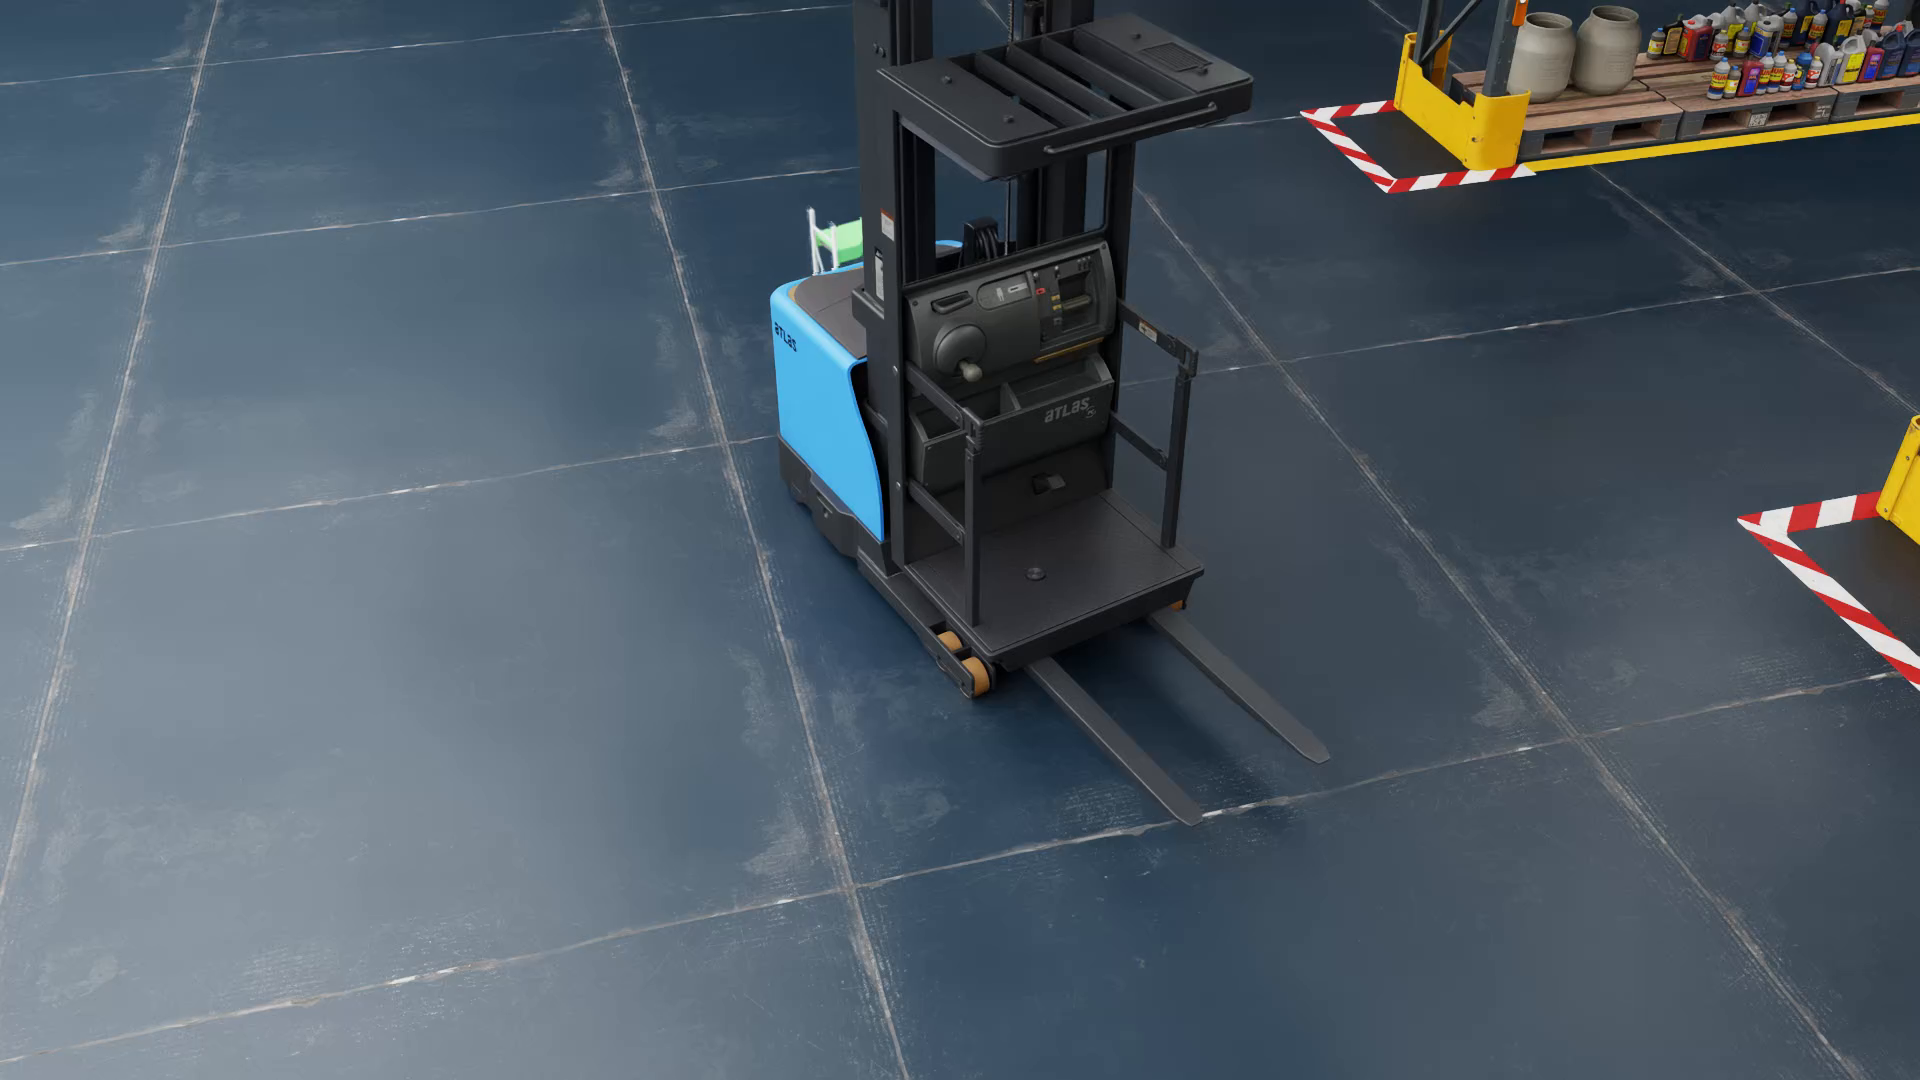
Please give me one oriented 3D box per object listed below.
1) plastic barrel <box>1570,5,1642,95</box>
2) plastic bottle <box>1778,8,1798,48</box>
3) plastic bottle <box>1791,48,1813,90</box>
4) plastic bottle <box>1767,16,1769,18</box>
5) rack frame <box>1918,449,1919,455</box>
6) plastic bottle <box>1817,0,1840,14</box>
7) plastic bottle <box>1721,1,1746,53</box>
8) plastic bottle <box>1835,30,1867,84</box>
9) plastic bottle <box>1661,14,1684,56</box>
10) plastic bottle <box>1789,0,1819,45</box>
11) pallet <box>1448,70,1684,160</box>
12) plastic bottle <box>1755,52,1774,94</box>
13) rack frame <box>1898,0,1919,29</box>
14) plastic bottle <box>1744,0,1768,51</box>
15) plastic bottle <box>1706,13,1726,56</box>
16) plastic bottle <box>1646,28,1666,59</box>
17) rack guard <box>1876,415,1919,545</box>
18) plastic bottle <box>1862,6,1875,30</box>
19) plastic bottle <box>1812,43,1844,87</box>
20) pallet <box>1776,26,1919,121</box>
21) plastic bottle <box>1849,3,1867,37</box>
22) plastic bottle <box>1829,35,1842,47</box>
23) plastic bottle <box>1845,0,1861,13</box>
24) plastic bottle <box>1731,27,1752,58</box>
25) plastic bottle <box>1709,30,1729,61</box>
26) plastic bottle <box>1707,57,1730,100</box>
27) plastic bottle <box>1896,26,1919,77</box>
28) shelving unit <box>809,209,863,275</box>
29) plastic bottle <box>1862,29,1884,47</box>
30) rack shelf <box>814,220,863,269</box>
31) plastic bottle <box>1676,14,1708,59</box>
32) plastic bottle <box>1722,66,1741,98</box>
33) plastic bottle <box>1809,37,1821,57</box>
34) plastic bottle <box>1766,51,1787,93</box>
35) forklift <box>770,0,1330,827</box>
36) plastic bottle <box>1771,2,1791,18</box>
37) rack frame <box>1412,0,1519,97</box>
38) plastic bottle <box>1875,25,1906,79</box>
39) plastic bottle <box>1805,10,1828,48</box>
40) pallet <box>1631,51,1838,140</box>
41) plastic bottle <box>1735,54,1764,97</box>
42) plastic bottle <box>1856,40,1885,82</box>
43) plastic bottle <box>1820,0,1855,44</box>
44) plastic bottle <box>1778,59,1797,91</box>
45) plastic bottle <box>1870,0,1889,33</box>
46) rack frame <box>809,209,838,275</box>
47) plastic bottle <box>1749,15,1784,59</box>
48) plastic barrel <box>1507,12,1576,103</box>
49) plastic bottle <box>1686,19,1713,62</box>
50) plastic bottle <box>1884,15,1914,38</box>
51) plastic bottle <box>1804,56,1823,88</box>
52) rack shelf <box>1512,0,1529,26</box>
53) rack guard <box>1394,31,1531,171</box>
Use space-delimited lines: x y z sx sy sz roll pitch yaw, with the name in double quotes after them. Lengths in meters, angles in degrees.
4.410 -3.342 11.352 0.421 0.512 0.421 0 37 0 "plastic barrel"
5.970 -3.700 12.001 0.097 0.271 0.097 0 37 0 "plastic bottle"
5.765 -3.232 11.390 0.097 0.271 0.097 0 37 0 "plastic bottle"
5.823 -3.686 12.041 0.097 0.201 0.097 0 37 0 "plastic bottle"
4.602 -1.029 6.627 0.127 3.000 1.000 -9 38 -12 "rack frame"
6.285 -3.806 12.075 0.185 0.351 0.144 -8 38 -11 "plastic bottle"
5.513 -3.680 11.910 0.185 0.351 0.144 -8 38 -10 "plastic bottle"
6.129 -3.338 11.463 0.185 0.351 0.144 -10 38 -12 "plastic bottle"
5.077 -3.608 11.871 0.133 0.283 0.061 -8 38 -11 "plastic bottle"
6.103 -3.777 12.036 0.185 0.351 0.144 -11 39 -14 "plastic bottle"
4.157 -2.992 11.488 1.213 0.211 1.003 -9 38 -12 "pallet"
5.473 -3.184 11.328 0.097 0.271 0.097 0 37 0 "plastic bottle"
7.172 -4.568 11.253 0.127 3.000 1.000 -9 38 -12 "rack frame"
5.692 -3.709 11.948 0.185 0.351 0.144 -10 38 -12 "plastic bottle"
5.354 -3.621 11.895 0.135 0.276 0.152 -10 39 -13 "plastic bottle"
4.969 -3.546 11.858 0.097 0.201 0.097 0 37 0 "plastic bottle"
4.675 -0.049 7.402 0.348 0.500 1.175 -9 38 -12 "rack guard"
6.652 -3.822 12.219 0.097 0.201 0.097 0 37 0 "plastic bottle"
5.971 -3.285 11.455 0.135 0.276 0.152 -9 38 -11 "plastic bottle"
6.513 -3.379 11.993 1.213 0.211 1.003 -9 38 -12 "pallet"
6.474 -3.741 12.045 0.133 0.283 0.061 -9 38 -12 "plastic bottle"
6.077 -3.368 11.557 0.133 0.283 0.061 -9 38 -12 "plastic bottle"
6.445 -3.801 12.129 0.135 0.276 0.152 -8 38 -10 "plastic bottle"
5.586 -3.557 11.871 0.097 0.201 0.097 0 37 0 "plastic bottle"
5.404 -3.522 11.826 0.097 0.201 0.097 0 37 0 "plastic bottle"
5.142 -3.130 11.257 0.097 0.271 0.097 0 37 0 "plastic bottle"
6.626 -3.420 11.570 0.185 0.351 0.144 -10 39 -13 "plastic bottle"
-0.417 -1.082 8.167 0.503 1.200 0.258 -20 39 -25 "shelving unit"
6.377 -3.443 11.661 0.135 0.276 0.152 -9 38 -12 "plastic bottle"
-0.427 -1.422 7.927 0.480 0.148 0.258 -20 39 -25 "rack shelf"
5.220 -3.599 11.866 0.135 0.276 0.152 -9 38 -12 "plastic bottle"
5.242 -3.119 11.299 0.097 0.201 0.097 0 37 0 "plastic bottle"
5.942 -3.350 11.535 0.133 0.283 0.061 -9 38 -12 "plastic bottle"
5.570 -3.200 11.348 0.097 0.271 0.097 0 37 0 "plastic bottle"
0.330 -0.838 6.433 1.130 2.935 3.031 -20 42 -25 "forklift"
5.932 -3.748 12.054 0.133 0.283 0.061 -8 38 -10 "plastic bottle"
3.311 -3.935 10.425 0.127 3.000 1.000 -9 38 -12 "rack frame"
6.440 -3.389 11.530 0.185 0.351 0.144 -11 39 -14 "plastic bottle"
6.176 -3.681 11.977 0.097 0.271 0.097 0 37 0 "plastic bottle"
5.333 -3.183 11.738 1.213 0.211 1.003 -9 38 -12 "pallet"
5.365 -3.160 11.286 0.133 0.283 0.061 -9 38 -11 "plastic bottle"
6.294 -3.312 11.485 0.133 0.283 0.061 -7 38 -9 "plastic bottle"
6.322 -3.722 11.965 0.185 0.351 0.144 -9 38 -12 "plastic bottle"
5.665 -3.188 11.390 0.097 0.201 0.097 0 37 0 "plastic bottle"
6.750 -3.866 12.219 0.097 0.271 0.097 0 37 0 "plastic bottle"
-0.625 -1.004 8.065 0.015 1.200 0.240 -20 39 -25 "rack frame"
5.755 -3.597 11.862 0.135 0.276 0.152 -9 38 -12 "plastic bottle"
3.926 -3.262 11.248 0.421 0.512 0.421 0 37 0 "plastic barrel"
5.248 -3.540 11.783 0.133 0.283 0.061 -9 38 -12 "plastic bottle"
6.588 -3.504 11.680 0.185 0.351 0.144 -9 38 -12 "plastic bottle"
5.864 -3.221 11.433 0.097 0.201 0.097 0 37 0 "plastic bottle"
5.241 -3.966 11.057 4.000 0.370 1.077 -9 38 -12 "rack shelf"
3.372 -2.981 11.236 0.348 0.500 1.175 -9 38 -12 "rack guard"
